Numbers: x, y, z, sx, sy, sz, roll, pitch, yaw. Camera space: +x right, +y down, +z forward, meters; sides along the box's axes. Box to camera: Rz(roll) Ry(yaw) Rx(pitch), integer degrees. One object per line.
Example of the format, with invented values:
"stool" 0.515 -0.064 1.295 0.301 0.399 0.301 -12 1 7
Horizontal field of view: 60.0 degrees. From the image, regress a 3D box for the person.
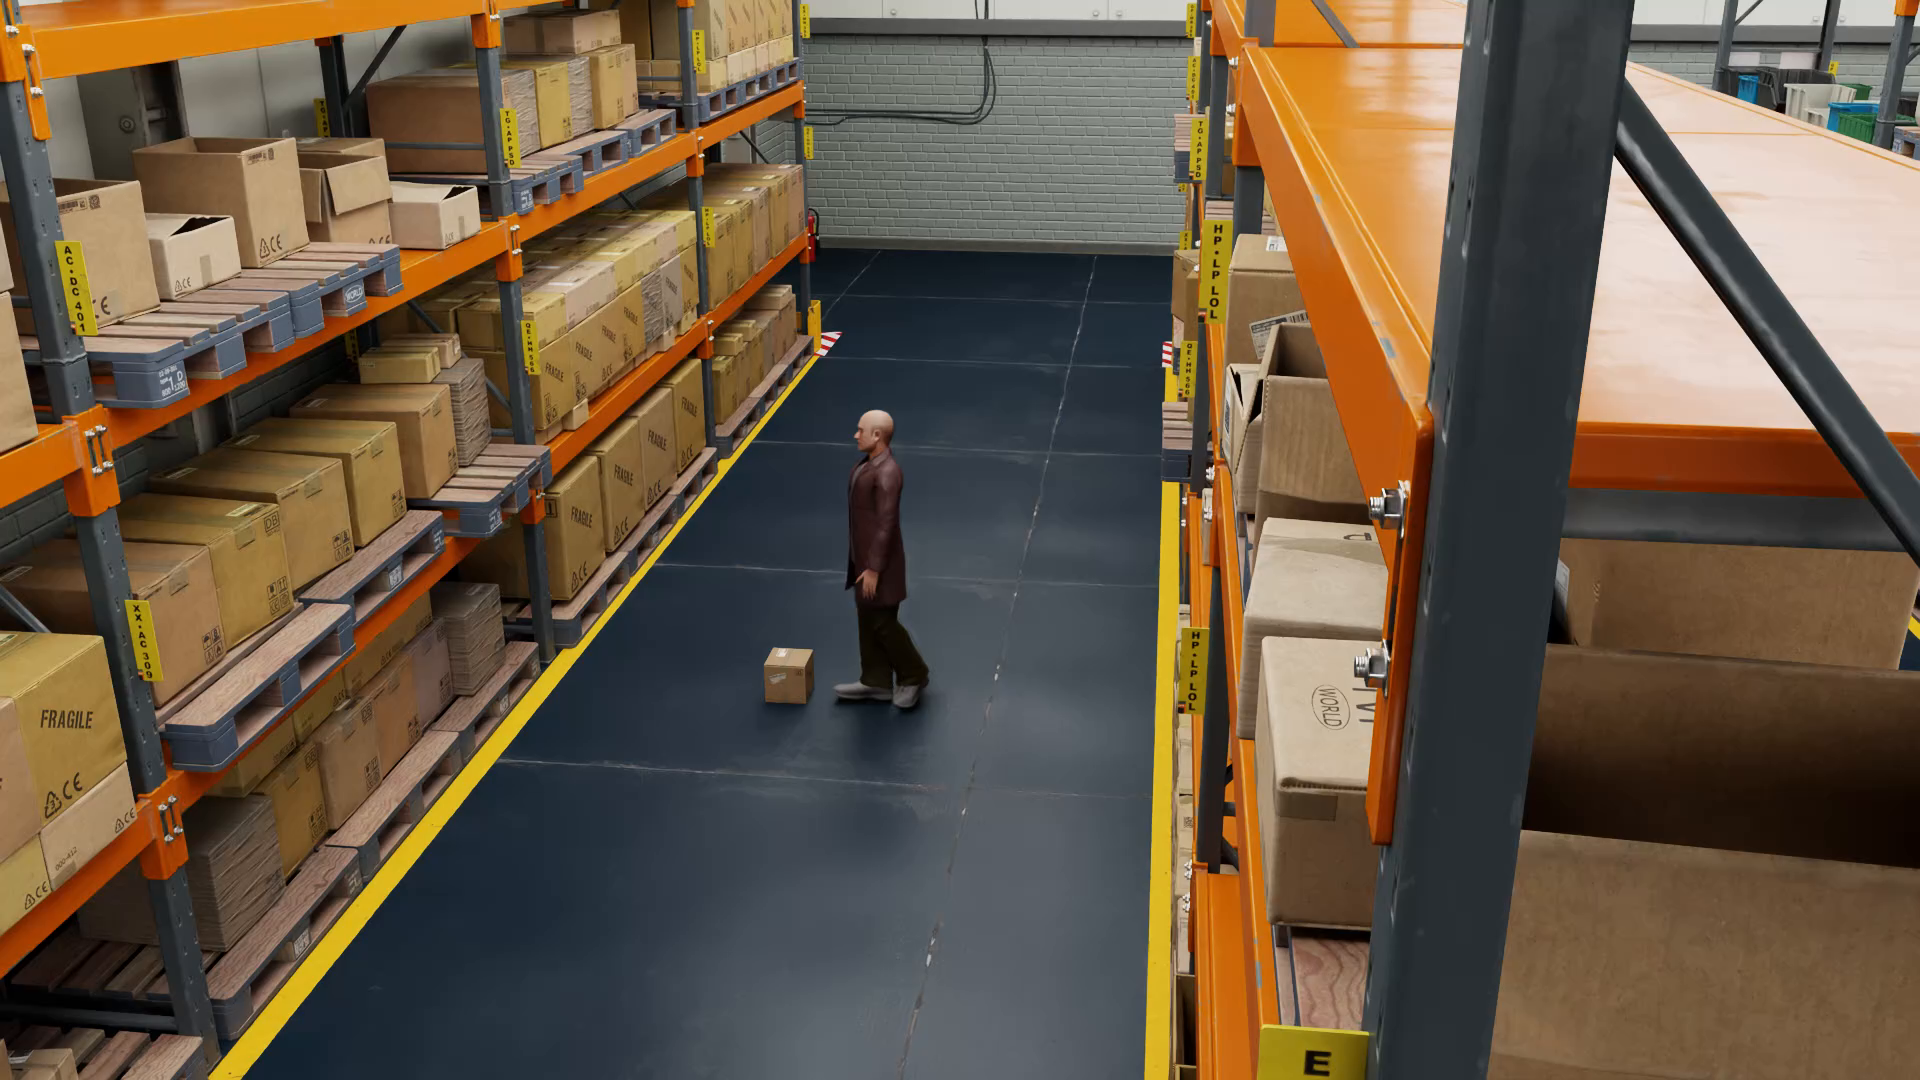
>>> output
"person" -0.475 0.109 9.770 0.579 1.778 0.685 -5 22 -14
